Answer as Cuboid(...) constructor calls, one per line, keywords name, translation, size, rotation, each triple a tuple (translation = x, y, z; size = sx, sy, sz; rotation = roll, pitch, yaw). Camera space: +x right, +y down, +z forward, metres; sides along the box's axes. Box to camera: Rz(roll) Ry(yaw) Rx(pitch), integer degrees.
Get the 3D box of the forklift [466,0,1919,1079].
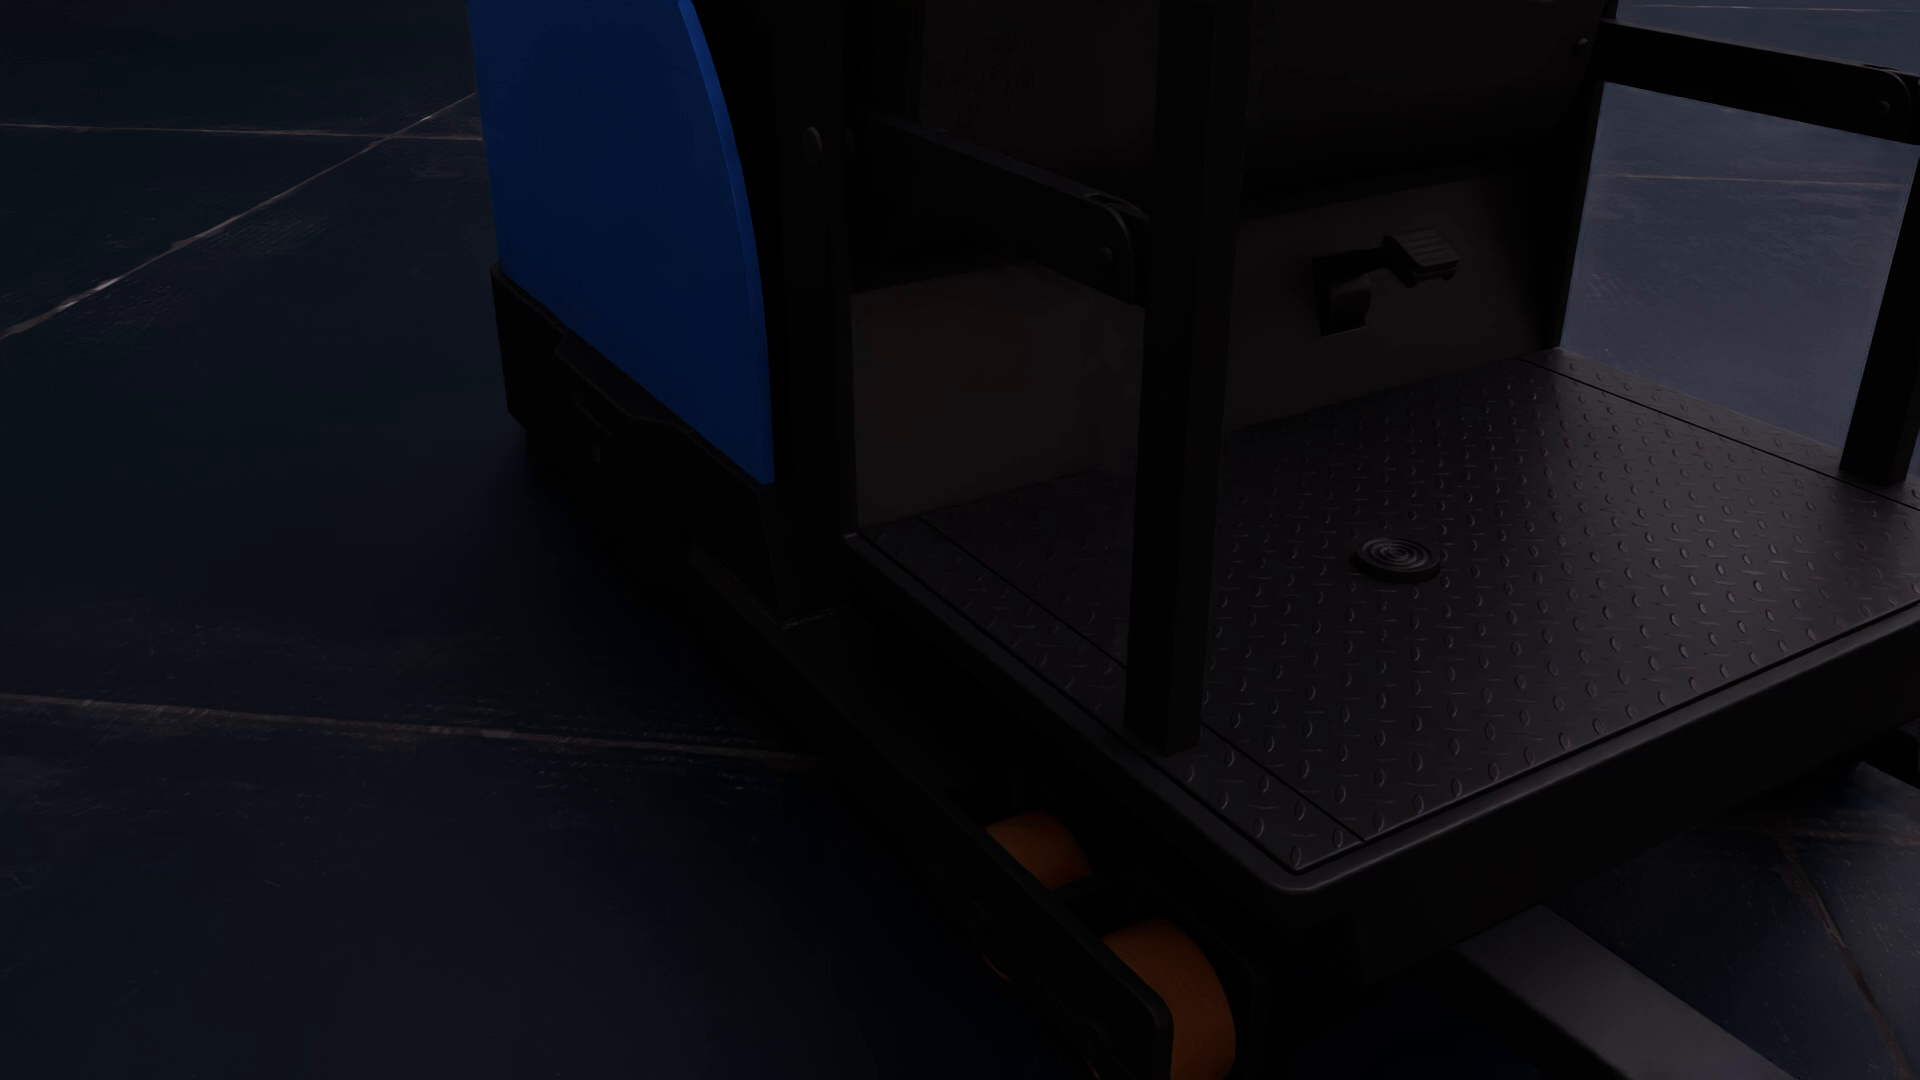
Cuboid(name="forklift", translation=(0.445, -1.043, 1.308), size=(1.130, 2.935, 3.031), rotation=(-15, 30, -28))
